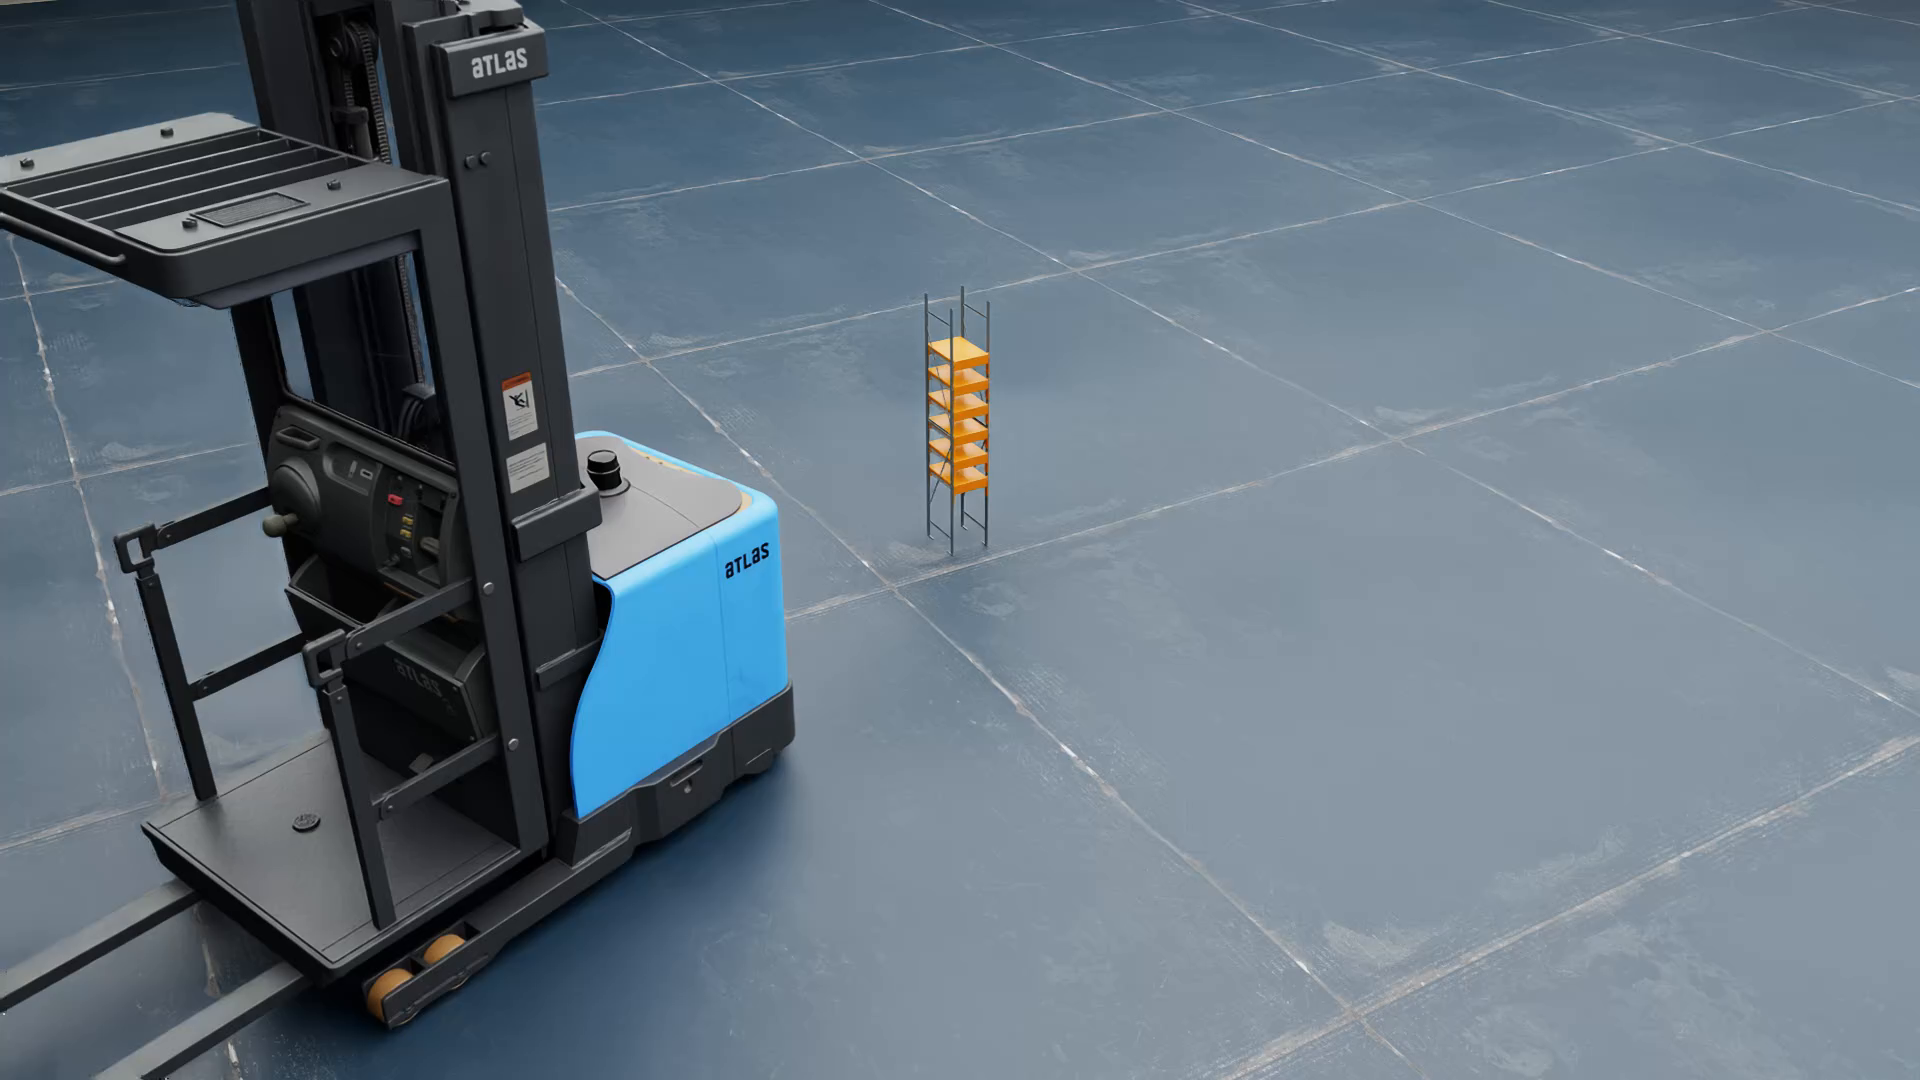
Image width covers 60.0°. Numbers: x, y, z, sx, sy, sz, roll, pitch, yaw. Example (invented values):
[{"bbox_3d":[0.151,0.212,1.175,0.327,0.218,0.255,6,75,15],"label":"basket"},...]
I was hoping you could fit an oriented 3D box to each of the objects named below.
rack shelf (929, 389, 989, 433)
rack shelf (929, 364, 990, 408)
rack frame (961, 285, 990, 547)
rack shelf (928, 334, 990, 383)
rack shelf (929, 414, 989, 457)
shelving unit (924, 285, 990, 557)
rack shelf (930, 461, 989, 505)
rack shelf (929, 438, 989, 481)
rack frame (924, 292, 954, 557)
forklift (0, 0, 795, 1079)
[{"bbox_3d":[-0.012,-0.588,7.417,0.180,0.103,0.258,-16,33,-26],"label":"rack shelf"},{"bbox_3d":[-0.012,-0.693,7.359,0.180,0.103,0.258,-16,33,-26],"label":"rack shelf"},{"bbox_3d":[0.066,-0.544,7.494,0.006,1.200,0.240,-16,33,-26],"label":"rack frame"},{"bbox_3d":[-0.012,-0.798,7.301,0.180,0.103,0.258,-16,33,-26],"label":"rack shelf"},{"bbox_3d":[-0.012,-0.483,7.475,0.180,0.103,0.258,-16,33,-26],"label":"rack shelf"},{"bbox_3d":[-0.012,-0.522,7.454,0.189,1.200,0.258,-16,33,-26],"label":"shelving unit"},{"bbox_3d":[-0.012,-0.273,7.591,0.180,0.103,0.258,-16,33,-26],"label":"rack shelf"},{"bbox_3d":[-0.012,-0.378,7.533,0.180,0.103,0.258,-16,33,-26],"label":"rack shelf"},{"bbox_3d":[-0.091,-0.499,7.413,0.006,1.200,0.240,-16,33,-26],"label":"rack frame"},{"bbox_3d":[-1.930,-0.077,4.856,1.130,2.935,3.031,21,35,33],"label":"forklift"}]
